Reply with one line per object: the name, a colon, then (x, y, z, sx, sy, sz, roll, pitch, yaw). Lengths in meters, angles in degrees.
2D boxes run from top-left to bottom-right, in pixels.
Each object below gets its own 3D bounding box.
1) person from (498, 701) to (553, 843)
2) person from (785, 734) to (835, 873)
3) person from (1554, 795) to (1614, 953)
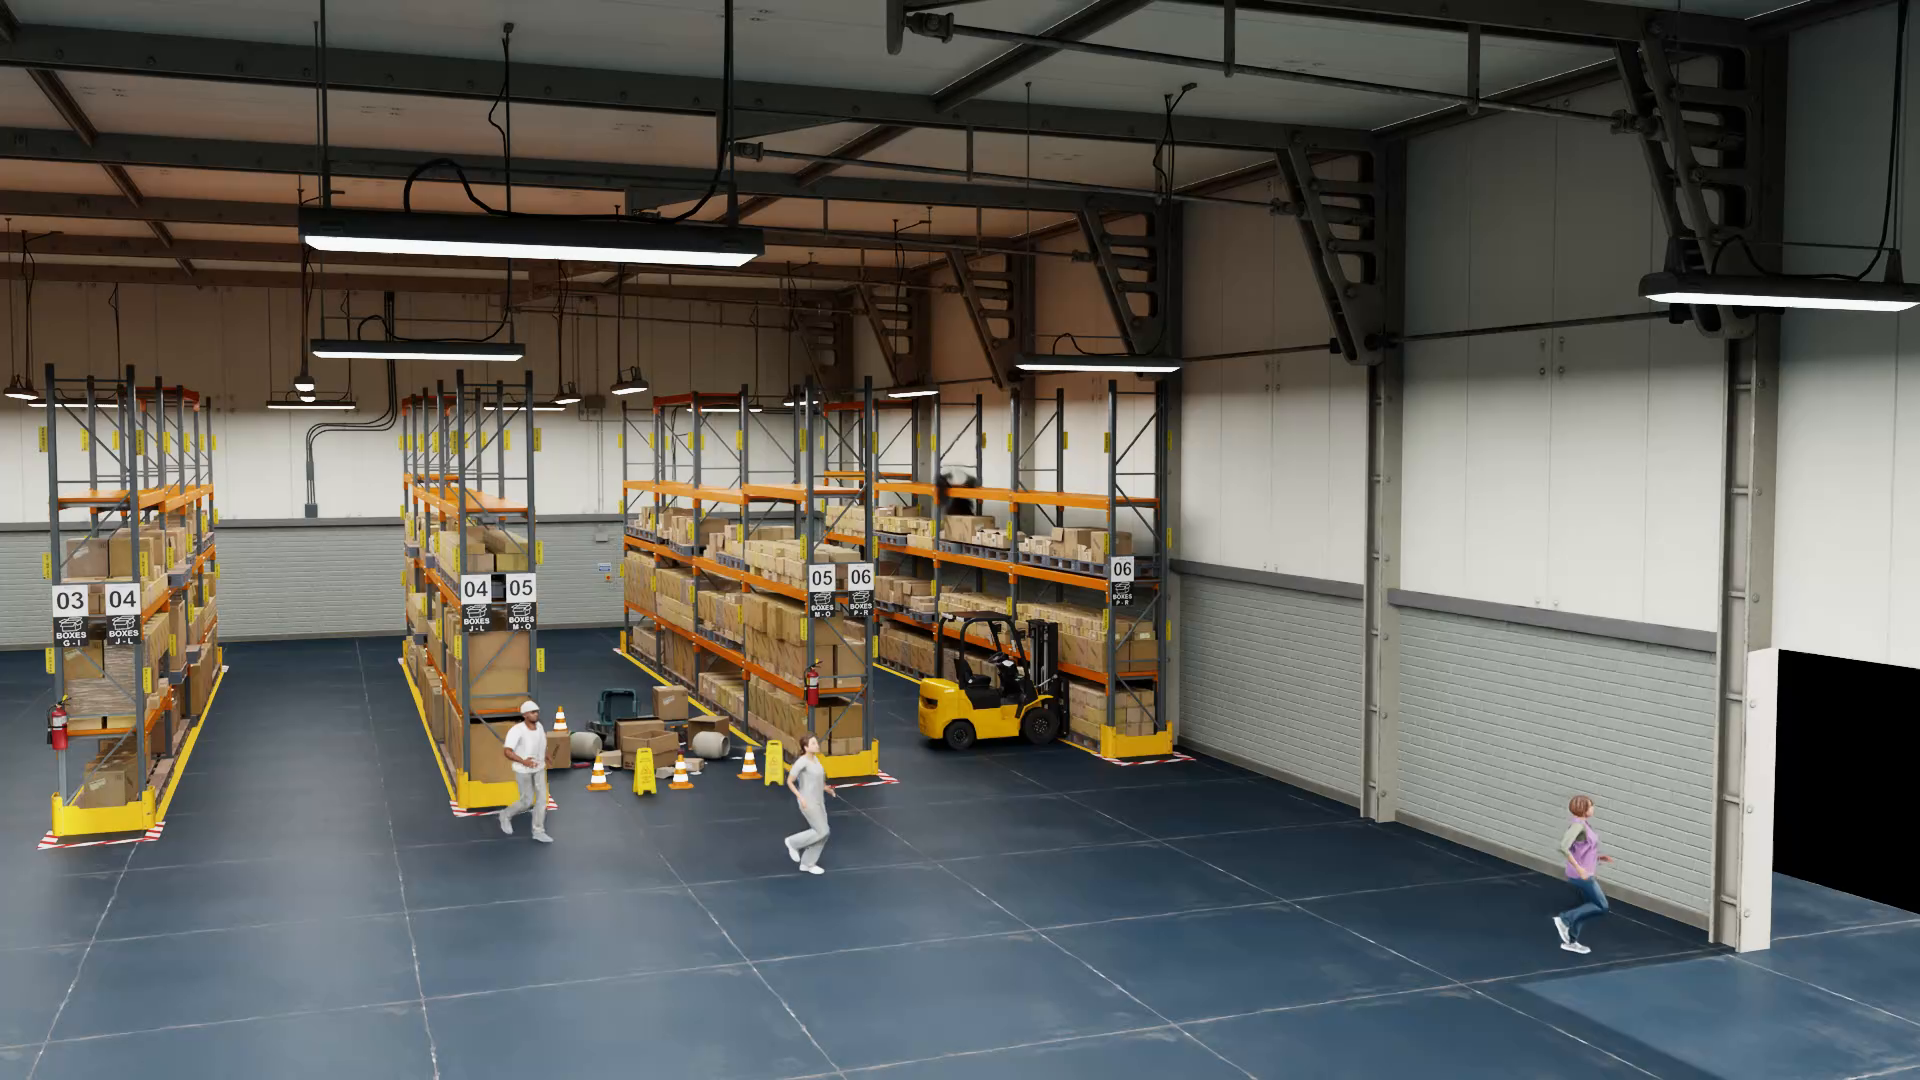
person: (-5.451, 2.903, 20.963, 0.801, 1.765, 0.726, 2, 4, 30)
person: (-1.741, 3.065, 19.368, 0.562, 1.626, 0.571, 2, 4, 25)
person: (6.112, 3.283, 16.270, 0.537, 1.538, 0.530, 1, 4, 23)
